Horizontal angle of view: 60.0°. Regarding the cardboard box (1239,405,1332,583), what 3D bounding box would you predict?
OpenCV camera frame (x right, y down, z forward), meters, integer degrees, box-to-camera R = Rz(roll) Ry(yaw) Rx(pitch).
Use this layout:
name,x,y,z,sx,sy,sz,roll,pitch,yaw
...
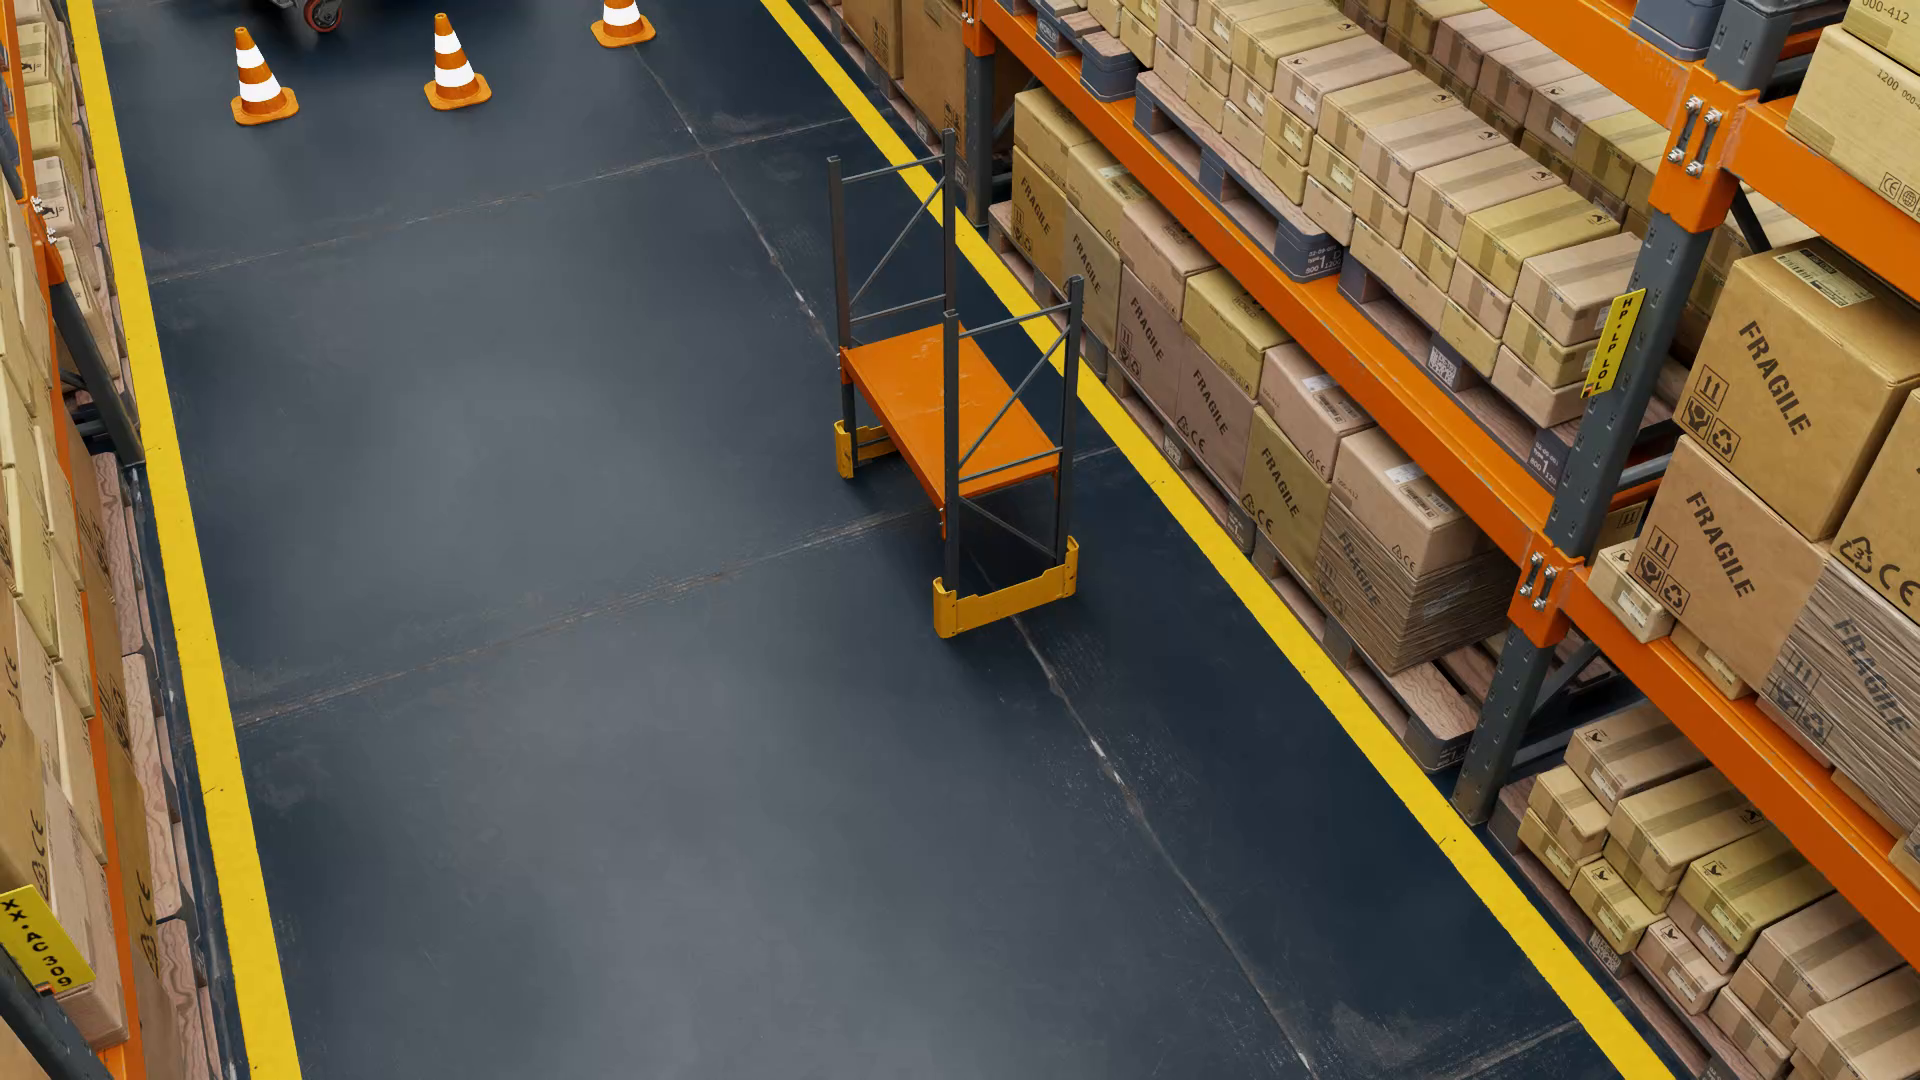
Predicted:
name,x,y,z,sx,sy,sz,roll,pitch,yaw
cardboard box,1.435,-0.243,6.341,0.500,0.500,0.500,-19,48,-18

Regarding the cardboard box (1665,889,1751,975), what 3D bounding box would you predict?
name,x,y,z,sx,sy,sz,roll,pitch,yaw
cardboard box,2.375,1.106,5.013,0.380,0.149,0.250,-18,47,-18

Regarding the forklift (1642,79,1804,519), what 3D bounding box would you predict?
name,x,y,z,sx,sy,sz,roll,pitch,yaw
forklift,2.719,-2.069,6.760,1.130,2.935,3.031,-19,48,-18

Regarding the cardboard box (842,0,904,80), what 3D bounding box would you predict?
name,x,y,z,sx,sy,sz,roll,pitch,yaw
cardboard box,-0.037,-3.127,9.086,1.050,0.750,0.750,-17,47,-17

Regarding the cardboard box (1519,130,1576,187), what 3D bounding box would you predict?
name,x,y,z,sx,sy,sz,roll,pitch,yaw
cardboard box,2.112,-1.306,5.606,0.380,0.149,0.250,-20,48,-19

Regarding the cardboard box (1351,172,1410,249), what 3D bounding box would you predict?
name,x,y,z,sx,sy,sz,roll,pitch,yaw
cardboard box,1.511,-1.119,5.417,0.380,0.149,0.250,-19,48,-19

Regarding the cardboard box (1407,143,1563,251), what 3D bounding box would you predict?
name,x,y,z,sx,sy,sz,roll,pitch,yaw
cardboard box,1.624,-1.065,5.150,0.380,0.149,0.250,-19,48,-19

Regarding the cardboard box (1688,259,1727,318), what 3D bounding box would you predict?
name,x,y,z,sx,sy,sz,roll,pitch,yaw
cardboard box,2.442,-0.811,5.105,0.380,0.149,0.250,-17,47,-17

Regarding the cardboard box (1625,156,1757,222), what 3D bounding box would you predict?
name,x,y,z,sx,sy,sz,roll,pitch,yaw
cardboard box,2.319,-1.093,5.179,0.380,0.149,0.250,-17,47,-16

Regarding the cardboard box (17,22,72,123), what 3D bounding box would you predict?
name,x,y,z,sx,sy,sz,roll,pitch,yaw
cardboard box,-5.094,-2.254,8.471,0.950,0.372,0.625,-15,47,-15

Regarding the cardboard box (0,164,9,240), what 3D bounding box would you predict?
name,x,y,z,sx,sy,sz,roll,pitch,yaw
cardboard box,-3.506,-1.172,5.553,0.500,0.250,0.500,-18,47,-18

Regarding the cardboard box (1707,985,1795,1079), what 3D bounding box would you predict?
name,x,y,z,sx,sy,sz,roll,pitch,yaw
cardboard box,2.467,1.393,4.933,0.380,0.149,0.250,-19,48,-18

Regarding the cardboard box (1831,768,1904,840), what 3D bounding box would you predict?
name,x,y,z,sx,sy,sz,roll,pitch,yaw
cardboard box,2.457,0.580,4.206,0.380,0.149,0.250,-20,48,-19

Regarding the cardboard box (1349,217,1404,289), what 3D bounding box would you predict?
name,x,y,z,sx,sy,sz,roll,pitch,yaw
cardboard box,1.526,-0.998,5.506,0.380,0.149,0.250,-20,48,-19

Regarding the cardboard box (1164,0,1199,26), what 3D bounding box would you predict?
name,x,y,z,sx,sy,sz,roll,pitch,yaw
cardboard box,0.968,-2.059,6.157,0.380,0.149,0.250,-16,47,-16

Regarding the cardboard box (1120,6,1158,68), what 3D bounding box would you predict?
name,x,y,z,sx,sy,sz,roll,pitch,yaw
cardboard box,0.855,-2.009,6.530,0.380,0.149,0.250,-16,47,-16

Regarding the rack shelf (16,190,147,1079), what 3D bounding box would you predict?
name,x,y,z,sx,sy,sz,roll,pitch,yaw
rack shelf,-3.099,0.249,4.874,1.077,0.370,4.000,-18,47,-17

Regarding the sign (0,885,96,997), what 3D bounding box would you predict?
name,x,y,z,sx,sy,sz,roll,pitch,yaw
sign,-1.755,0.766,3.165,0.100,0.325,0.005,-18,47,-17

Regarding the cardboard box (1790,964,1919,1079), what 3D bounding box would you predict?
name,x,y,z,sx,sy,sz,roll,pitch,yaw
cardboard box,2.524,1.361,4.542,0.380,0.149,0.250,-17,47,-17

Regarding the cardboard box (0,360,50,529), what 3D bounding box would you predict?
name,x,y,z,sx,sy,sz,roll,pitch,yaw
cardboard box,-2.835,-0.196,4.563,0.500,0.250,0.500,-19,48,-19

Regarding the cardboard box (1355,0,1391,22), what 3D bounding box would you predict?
name,x,y,z,sx,sy,sz,roll,pitch,yaw
cardboard box,1.672,-2.078,6.176,0.380,0.149,0.250,-16,47,-15

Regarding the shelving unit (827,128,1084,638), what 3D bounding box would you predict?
name,x,y,z,sx,sy,sz,roll,pitch,yaw
shelving unit,-0.032,-0.582,6.272,0.587,1.500,1.083,-18,47,-17

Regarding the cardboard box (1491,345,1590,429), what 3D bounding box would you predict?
name,x,y,z,sx,sy,sz,roll,pitch,yaw
cardboard box,1.844,-0.513,5.014,0.380,0.149,0.250,-19,48,-18

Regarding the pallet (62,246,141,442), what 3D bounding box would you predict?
name,x,y,z,sx,sy,sz,roll,pitch,yaw
pallet,-4.268,-0.787,7.398,1.003,0.211,1.213,-18,47,-17

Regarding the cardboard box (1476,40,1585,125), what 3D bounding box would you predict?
name,x,y,z,sx,sy,sz,roll,pitch,yaw
cardboard box,2.003,-1.580,5.672,0.380,0.149,0.250,-18,48,-18

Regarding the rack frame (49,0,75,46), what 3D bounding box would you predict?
name,x,y,z,sx,sy,sz,roll,pitch,yaw
rack frame,-5.622,-3.830,8.496,1.000,3.000,0.127,-18,47,-17

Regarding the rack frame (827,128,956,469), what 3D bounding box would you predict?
name,x,y,z,sx,sy,sz,roll,pitch,yaw
rack frame,-0.250,-0.912,6.607,0.500,1.500,0.032,-18,47,-17

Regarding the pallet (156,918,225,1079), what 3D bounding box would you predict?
name,x,y,z,sx,sy,sz,roll,pitch,yaw
pallet,-2.651,1.791,4.785,1.003,0.211,1.213,-18,47,-17

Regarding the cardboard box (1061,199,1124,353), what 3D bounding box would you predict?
name,x,y,z,sx,sy,sz,roll,pitch,yaw
cardboard box,0.789,-1.222,7.333,0.500,0.500,0.500,-17,47,-17

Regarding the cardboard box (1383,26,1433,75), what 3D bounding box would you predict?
name,x,y,z,sx,sy,sz,roll,pitch,yaw
cardboard box,1.782,-1.807,6.114,0.380,0.149,0.250,-19,48,-18

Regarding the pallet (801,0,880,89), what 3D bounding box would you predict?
name,x,y,z,sx,sy,sz,roll,pitch,yaw
pallet,-0.264,-3.116,9.758,1.003,0.211,1.213,-18,47,-17

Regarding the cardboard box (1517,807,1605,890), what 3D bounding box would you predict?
name,x,y,z,sx,sy,sz,roll,pitch,yaw
cardboard box,2.052,0.934,5.399,0.380,0.149,0.250,-20,48,-19

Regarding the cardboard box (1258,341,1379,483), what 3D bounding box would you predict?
name,x,y,z,sx,sy,sz,roll,pitch,yaw
cardboard box,1.444,-0.517,6.085,0.500,0.250,0.500,-16,47,-16

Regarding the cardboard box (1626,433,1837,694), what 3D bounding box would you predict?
name,x,y,z,sx,sy,sz,roll,pitch,yaw
cardboard box,2.170,-0.010,4.342,0.500,0.500,0.500,-19,48,-18

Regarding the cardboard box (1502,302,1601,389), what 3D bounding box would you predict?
name,x,y,z,sx,sy,sz,roll,pitch,yaw
cardboard box,1.844,-0.620,4.911,0.380,0.149,0.250,-17,47,-16

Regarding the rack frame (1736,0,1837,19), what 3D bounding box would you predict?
name,x,y,z,sx,sy,sz,roll,pitch,yaw
rack frame,2.190,-2.394,2.769,1.000,3.000,0.127,-18,47,-17

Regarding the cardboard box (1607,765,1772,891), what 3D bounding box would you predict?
name,x,y,z,sx,sy,sz,roll,pitch,yaw
cardboard box,2.209,0.869,5.041,0.380,0.149,0.250,-16,47,-15

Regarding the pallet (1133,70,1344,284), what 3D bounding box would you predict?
name,x,y,z,sx,sy,sz,roll,pitch,yaw
pallet,1.378,-1.490,6.261,1.003,0.211,1.213,-18,47,-17

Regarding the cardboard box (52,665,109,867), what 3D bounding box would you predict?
name,x,y,z,sx,sy,sz,roll,pitch,yaw
cardboard box,-2.423,0.633,4.079,0.500,0.250,0.500,-19,48,-18

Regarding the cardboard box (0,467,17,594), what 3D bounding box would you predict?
name,x,y,z,sx,sy,sz,roll,pitch,yaw
cardboard box,-2.630,-0.126,3.959,0.500,0.500,0.500,-19,48,-18

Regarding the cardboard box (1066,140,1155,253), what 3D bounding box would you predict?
name,x,y,z,sx,sy,sz,roll,pitch,yaw
cardboard box,0.792,-1.500,7.082,0.500,0.250,0.500,-19,48,-18

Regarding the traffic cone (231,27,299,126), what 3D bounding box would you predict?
name,x,y,z,sx,sy,sz,roll,pitch,yaw
traffic cone,-3.831,-2.551,9.006,0.336,0.463,0.334,-18,47,-17

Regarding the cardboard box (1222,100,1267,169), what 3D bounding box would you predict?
name,x,y,z,sx,sy,sz,roll,pitch,yaw
cardboard box,1.181,-1.512,6.027,0.380,0.149,0.250,-19,48,-19

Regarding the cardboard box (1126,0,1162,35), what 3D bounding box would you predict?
name,x,y,z,sx,sy,sz,roll,pitch,yaw
cardboard box,0.867,-2.104,6.415,0.380,0.149,0.250,-18,47,-17

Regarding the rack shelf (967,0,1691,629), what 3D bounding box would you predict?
name,x,y,z,sx,sy,sz,roll,pitch,yaw
rack shelf,1.349,-1.277,6.421,1.077,0.370,4.000,-18,47,-17

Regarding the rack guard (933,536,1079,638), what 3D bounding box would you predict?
name,x,y,z,sx,sy,sz,roll,pitch,yaw
rack guard,0.177,0.180,6.390,0.587,0.250,0.087,-18,47,-17

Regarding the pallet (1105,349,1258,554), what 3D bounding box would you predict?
name,x,y,z,sx,sy,sz,roll,pitch,yaw
pallet,1.345,-0.540,7.147,1.003,0.211,1.213,-18,47,-17

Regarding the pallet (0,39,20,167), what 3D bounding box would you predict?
name,x,y,z,sx,sy,sz,roll,pitch,yaw
pallet,-4.337,-1.636,6.409,1.213,0.211,1.003,-18,47,-17

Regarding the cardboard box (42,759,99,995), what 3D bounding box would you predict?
name,x,y,z,sx,sy,sz,roll,pitch,yaw
cardboard box,-2.188,0.779,3.575,0.500,0.250,0.500,-19,48,-19

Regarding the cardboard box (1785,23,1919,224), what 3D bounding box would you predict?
name,x,y,z,sx,sy,sz,roll,pitch,yaw
cardboard box,2.145,-0.900,3.498,0.500,0.250,0.500,-16,47,-15

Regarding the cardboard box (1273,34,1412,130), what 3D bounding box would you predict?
name,x,y,z,sx,sy,sz,roll,pitch,yaw
cardboard box,1.297,-1.559,5.651,0.380,0.149,0.250,-20,48,-19

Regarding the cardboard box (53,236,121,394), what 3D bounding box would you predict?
name,x,y,z,sx,sy,sz,roll,pitch,yaw
cardboard box,-4.169,-0.858,7.056,0.950,0.372,0.625,-21,48,-20

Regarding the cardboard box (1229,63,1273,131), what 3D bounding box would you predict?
name,x,y,z,sx,sy,sz,roll,pitch,yaw
cardboard box,1.189,-1.615,5.919,0.380,0.149,0.250,-16,47,-16

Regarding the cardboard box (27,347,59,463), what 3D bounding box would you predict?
name,x,y,z,sx,sy,sz,roll,pitch,yaw
cardboard box,-3.066,-0.336,5.061,0.500,0.250,0.500,-18,48,-18

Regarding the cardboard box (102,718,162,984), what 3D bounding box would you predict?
name,x,y,z,sx,sy,sz,roll,pitch,yaw
cardboard box,-2.979,0.930,4.886,0.875,0.875,0.875,-17,47,-16

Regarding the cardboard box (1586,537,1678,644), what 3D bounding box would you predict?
name,x,y,z,sx,sy,sz,roll,pitch,yaw
cardboard box,2.013,0.108,4.684,0.380,0.149,0.250,-16,47,-16
